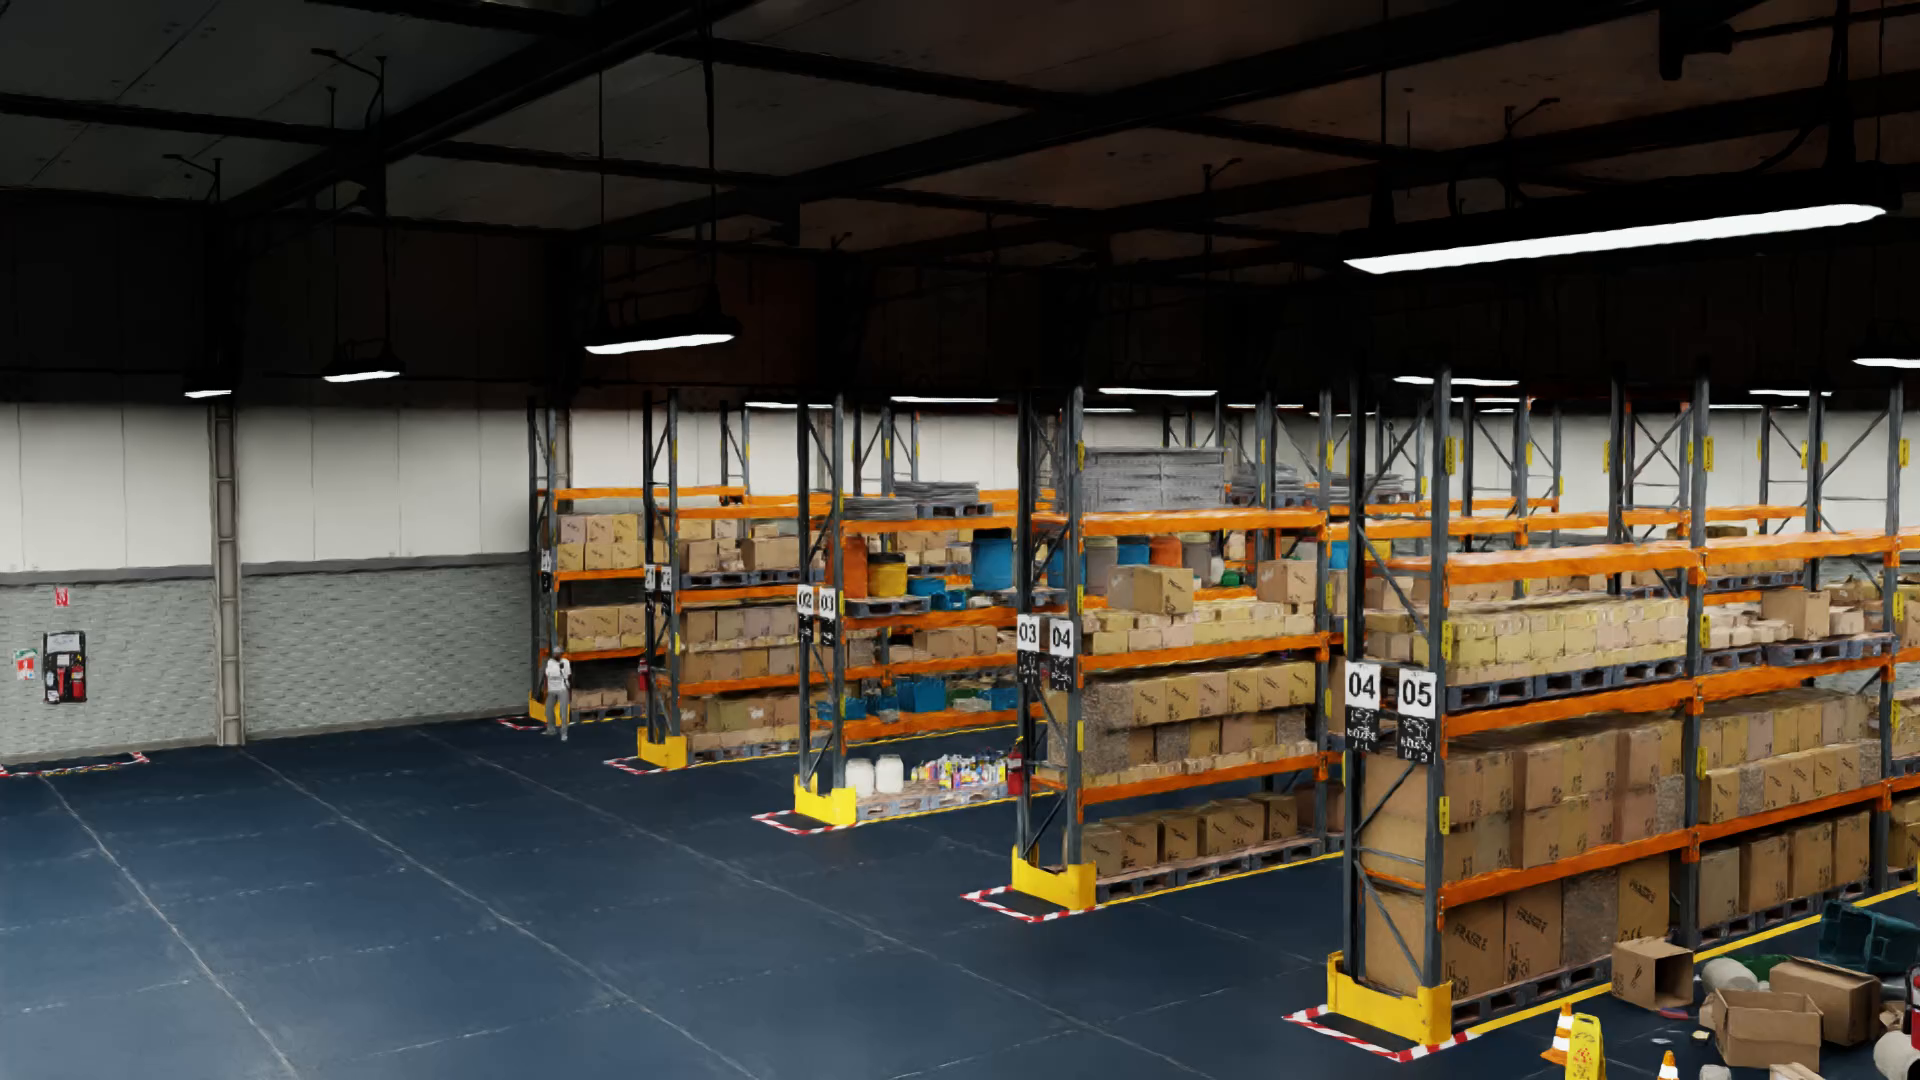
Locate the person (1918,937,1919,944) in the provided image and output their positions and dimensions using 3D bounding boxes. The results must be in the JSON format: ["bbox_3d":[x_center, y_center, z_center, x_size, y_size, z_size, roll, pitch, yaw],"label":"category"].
[{"bbox_3d":[9.786,3.290,16.535,0.443,1.786,0.594,2,4,28],"label":"person"}]

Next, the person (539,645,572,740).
[{"bbox_3d":[-7.065,2.629,28.954,0.675,1.667,0.489,1,3,11],"label":"person"}]
